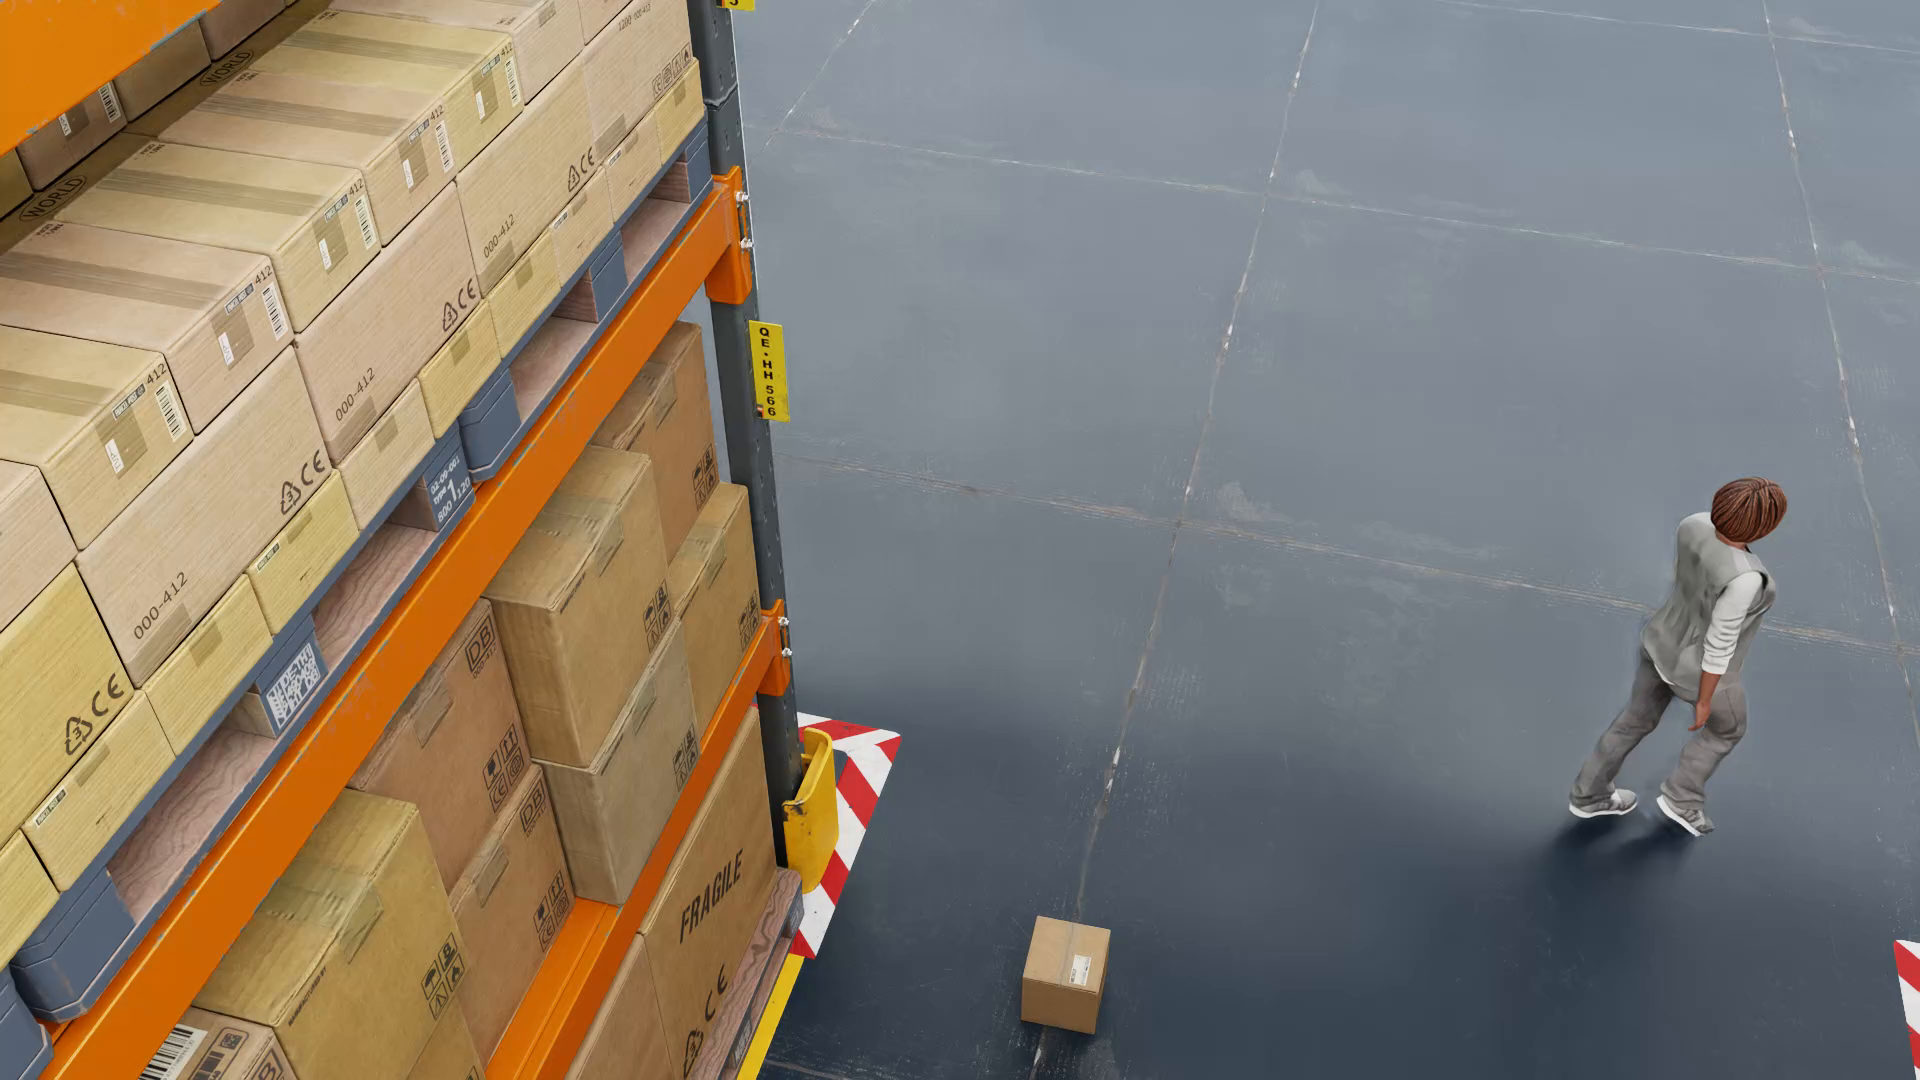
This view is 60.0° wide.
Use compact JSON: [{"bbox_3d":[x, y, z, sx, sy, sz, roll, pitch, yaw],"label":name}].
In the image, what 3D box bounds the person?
[{"bbox_3d":[2.506,0.424,5.700,0.548,1.650,0.454,-9,42,-10],"label":"person"}]
